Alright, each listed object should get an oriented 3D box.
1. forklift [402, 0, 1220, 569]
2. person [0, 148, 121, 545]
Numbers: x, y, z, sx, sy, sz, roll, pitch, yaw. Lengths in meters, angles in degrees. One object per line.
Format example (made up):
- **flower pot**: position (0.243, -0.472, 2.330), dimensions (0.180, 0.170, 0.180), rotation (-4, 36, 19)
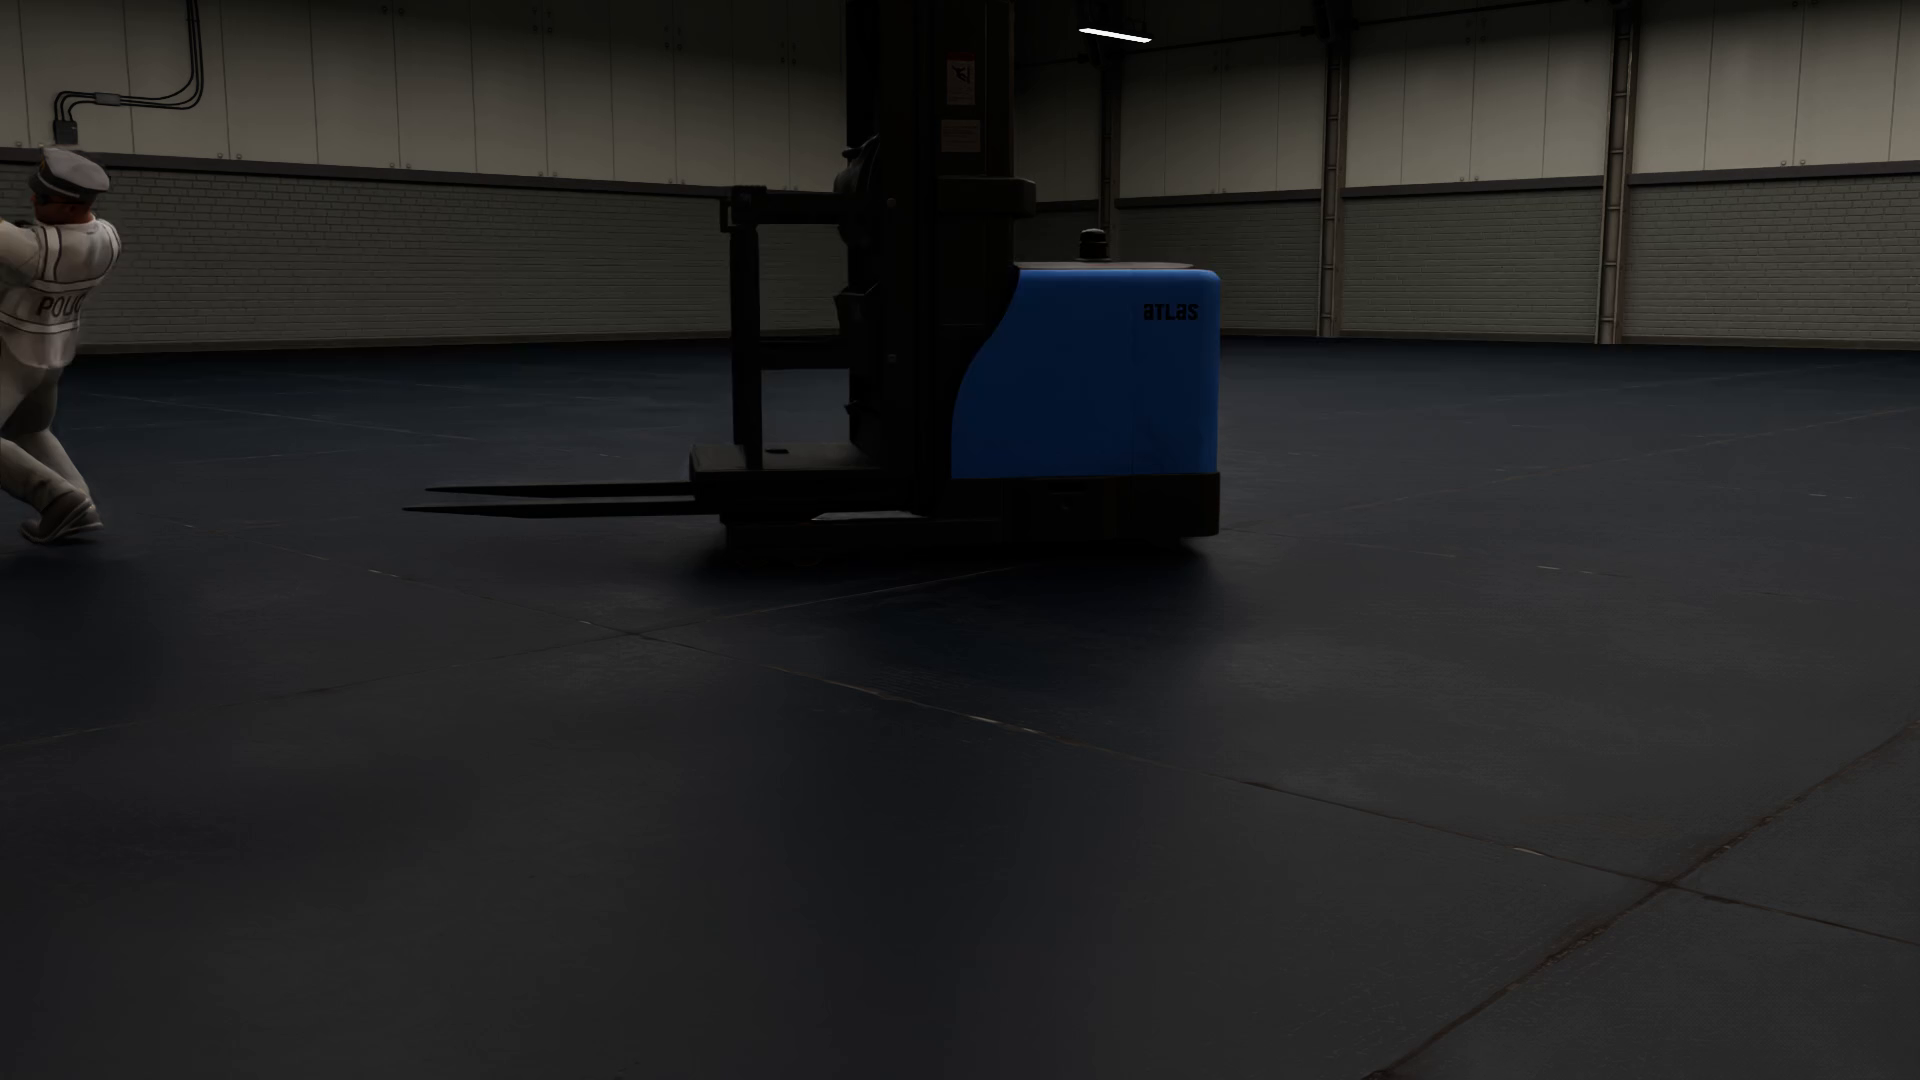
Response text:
- **forklift**: position (-0.571, -1.430, 6.368), dimensions (3.031, 2.935, 1.130), rotation (-2, 9, -10)
- **person**: position (-3.577, -0.774, 6.568), dimensions (0.759, 1.558, 1.086), rotation (-1, 9, -6)
